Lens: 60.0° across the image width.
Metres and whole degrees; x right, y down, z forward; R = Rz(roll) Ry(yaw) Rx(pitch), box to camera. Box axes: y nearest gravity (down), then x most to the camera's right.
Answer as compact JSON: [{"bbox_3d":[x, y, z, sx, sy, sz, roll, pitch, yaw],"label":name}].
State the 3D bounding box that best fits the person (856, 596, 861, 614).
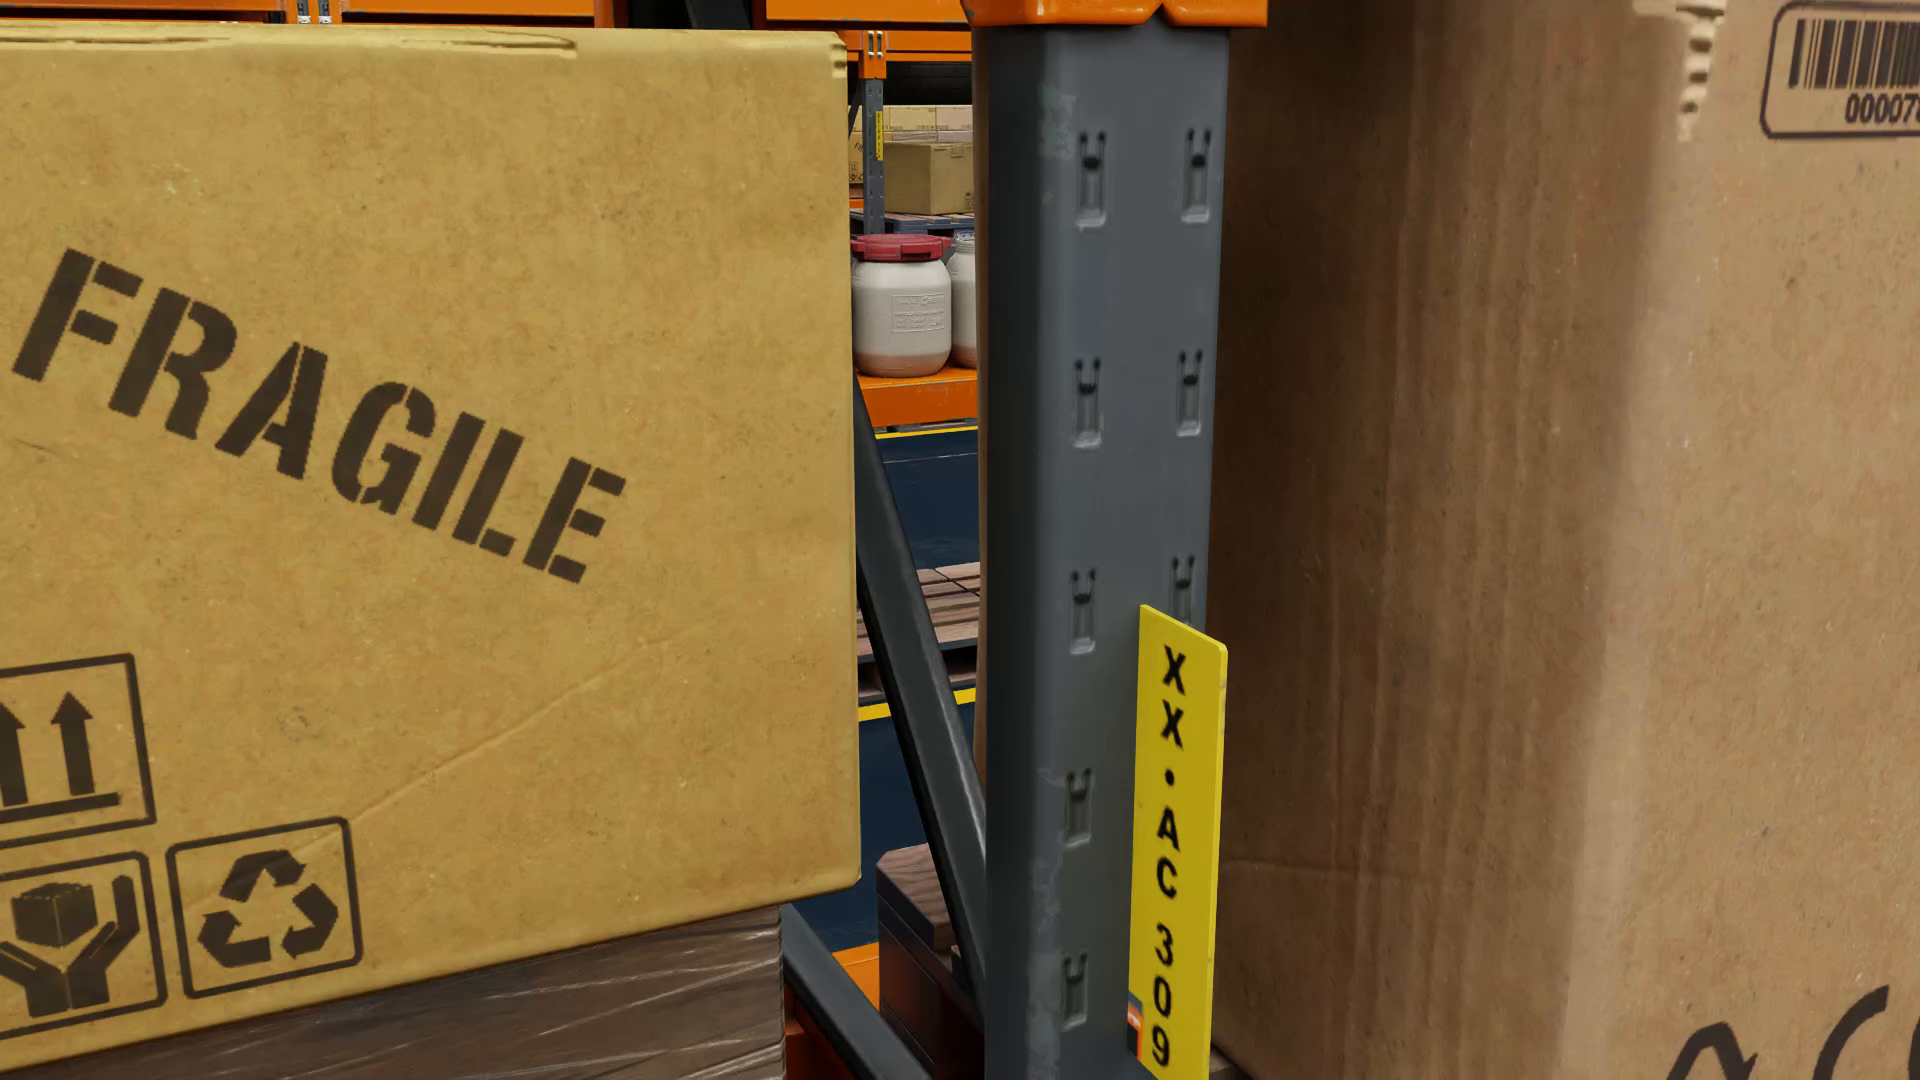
[{"bbox_3d":[-0.655,0.149,6.286,0.738,1.239,0.542,-7,17,-25],"label":"person"}]
